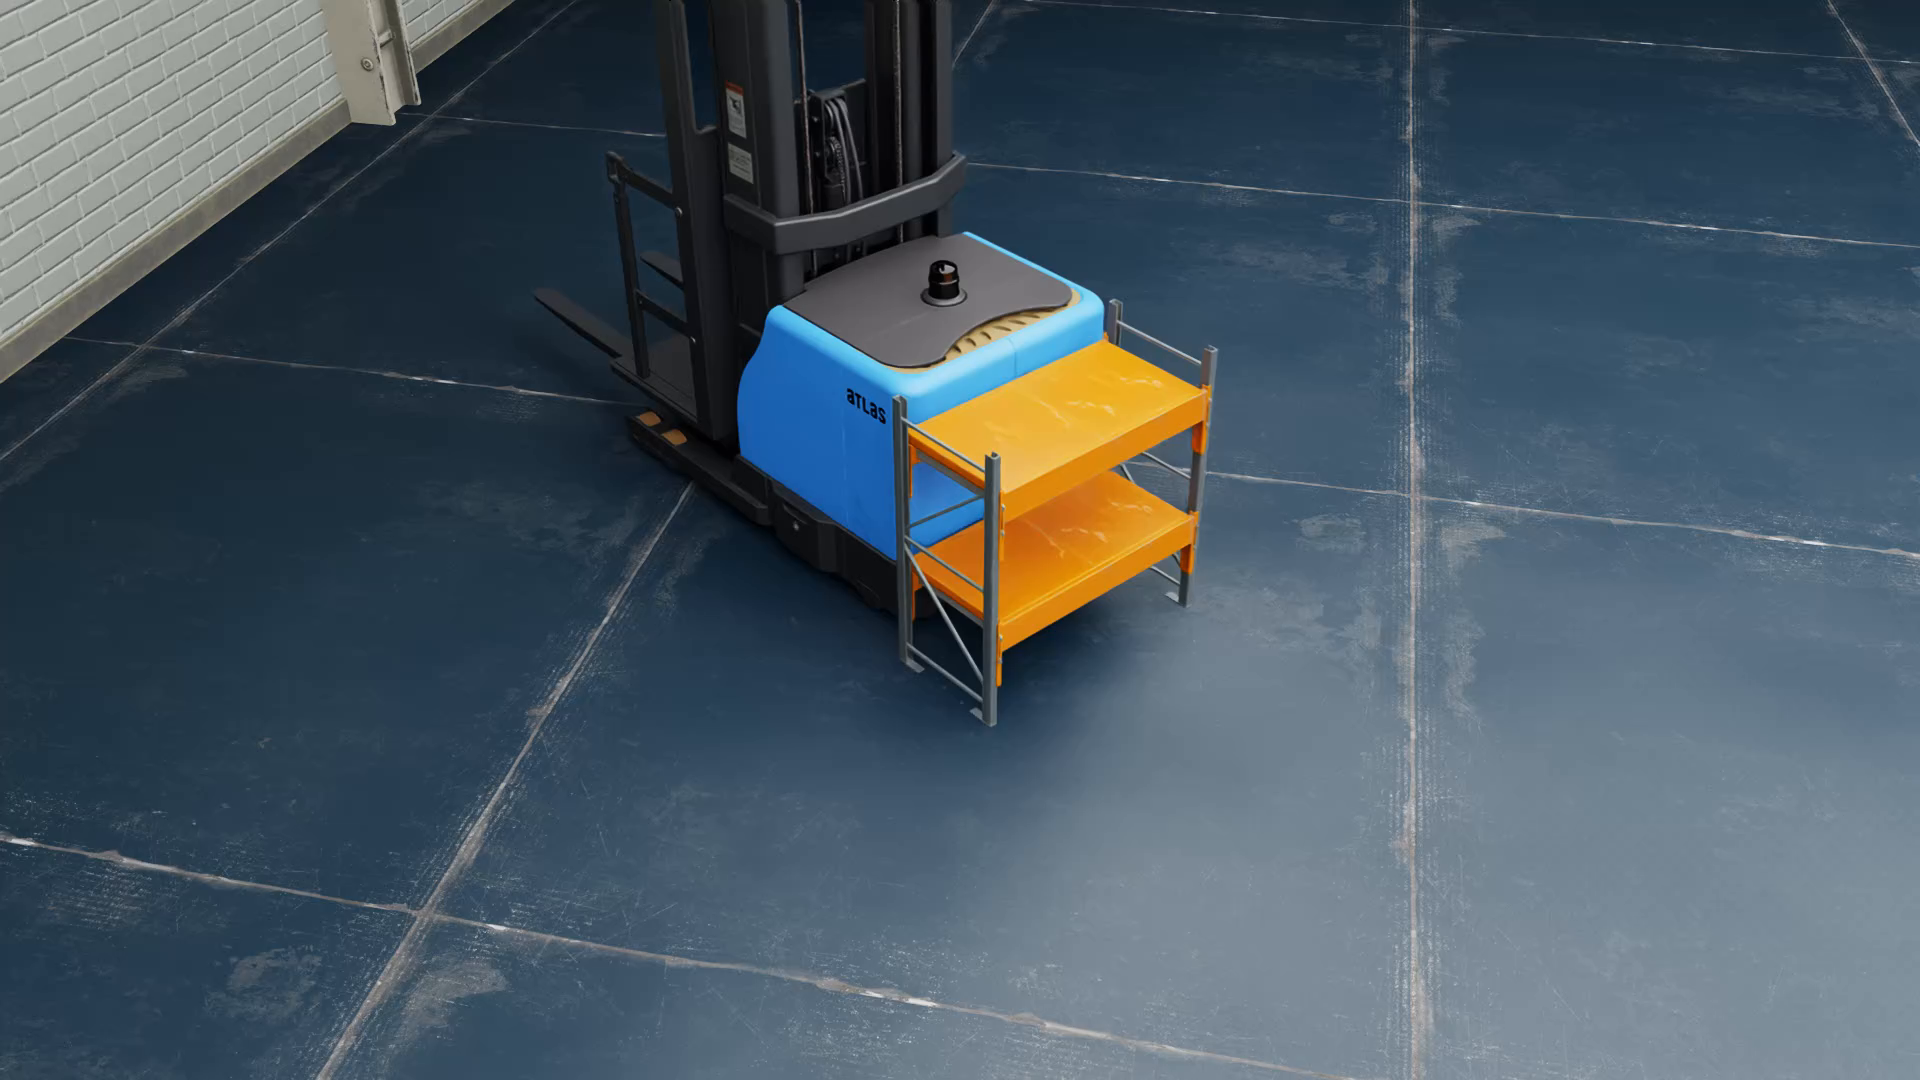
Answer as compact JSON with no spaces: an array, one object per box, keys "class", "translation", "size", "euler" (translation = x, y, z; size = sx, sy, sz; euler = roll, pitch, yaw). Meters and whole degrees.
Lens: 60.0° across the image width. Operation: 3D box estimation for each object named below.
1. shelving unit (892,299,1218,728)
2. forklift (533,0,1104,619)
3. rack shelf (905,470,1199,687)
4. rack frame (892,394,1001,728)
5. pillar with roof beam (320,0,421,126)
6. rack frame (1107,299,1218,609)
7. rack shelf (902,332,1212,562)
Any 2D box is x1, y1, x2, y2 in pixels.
[{"class":"shelving unit","translation":[0.334,-0.108,5.941],"size":[1.048,1.125,0.538],"euler":[-27,44,-32]},{"class":"forklift","translation":[-0.805,-1.674,6.562],"size":[1.130,2.935,3.031],"euler":[-28,44,-33]},{"class":"rack shelf","translation":[0.334,0.090,6.085],"size":[1.000,0.278,0.538],"euler":[-27,44,-32]},{"class":"rack frame","translation":[-0.048,0.089,5.669],"size":[0.032,1.125,0.500],"euler":[-27,44,-32]},{"class":"pillar with roof beam","translation":[0.583,-5.801,7.085],"size":[9.100,9.000,0.400],"euler":[7,37,10]},{"class":"rack frame","translation":[0.715,-0.306,6.213],"size":[0.032,1.125,0.500],"euler":[-27,44,-32]},{"class":"rack shelf","translation":[0.334,-0.345,5.769],"size":[1.000,0.278,0.538],"euler":[-27,44,-32]}]
